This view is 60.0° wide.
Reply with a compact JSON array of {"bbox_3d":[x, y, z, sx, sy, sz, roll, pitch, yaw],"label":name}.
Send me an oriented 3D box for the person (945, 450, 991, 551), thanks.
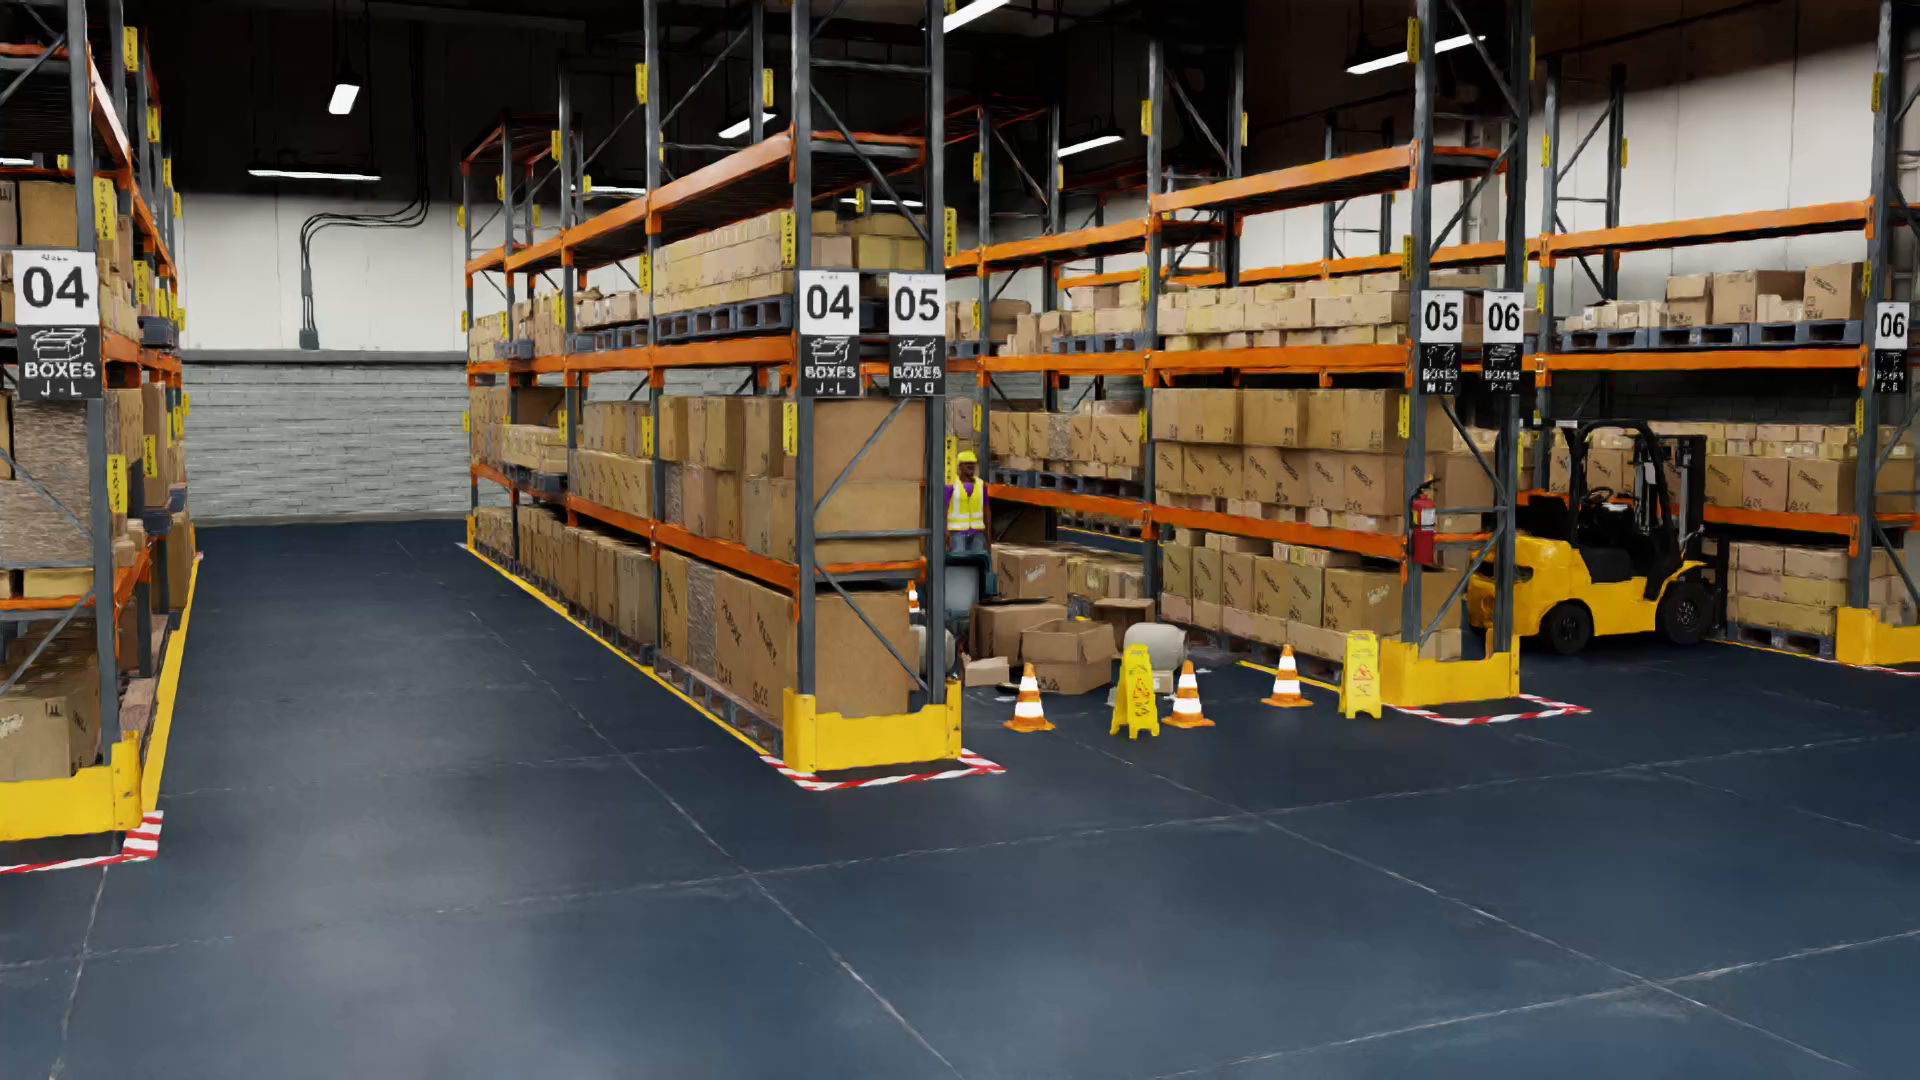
[{"bbox_3d":[0.083,-0.090,18.085,0.586,1.768,0.426,-2,6,-23],"label":"person"}]
